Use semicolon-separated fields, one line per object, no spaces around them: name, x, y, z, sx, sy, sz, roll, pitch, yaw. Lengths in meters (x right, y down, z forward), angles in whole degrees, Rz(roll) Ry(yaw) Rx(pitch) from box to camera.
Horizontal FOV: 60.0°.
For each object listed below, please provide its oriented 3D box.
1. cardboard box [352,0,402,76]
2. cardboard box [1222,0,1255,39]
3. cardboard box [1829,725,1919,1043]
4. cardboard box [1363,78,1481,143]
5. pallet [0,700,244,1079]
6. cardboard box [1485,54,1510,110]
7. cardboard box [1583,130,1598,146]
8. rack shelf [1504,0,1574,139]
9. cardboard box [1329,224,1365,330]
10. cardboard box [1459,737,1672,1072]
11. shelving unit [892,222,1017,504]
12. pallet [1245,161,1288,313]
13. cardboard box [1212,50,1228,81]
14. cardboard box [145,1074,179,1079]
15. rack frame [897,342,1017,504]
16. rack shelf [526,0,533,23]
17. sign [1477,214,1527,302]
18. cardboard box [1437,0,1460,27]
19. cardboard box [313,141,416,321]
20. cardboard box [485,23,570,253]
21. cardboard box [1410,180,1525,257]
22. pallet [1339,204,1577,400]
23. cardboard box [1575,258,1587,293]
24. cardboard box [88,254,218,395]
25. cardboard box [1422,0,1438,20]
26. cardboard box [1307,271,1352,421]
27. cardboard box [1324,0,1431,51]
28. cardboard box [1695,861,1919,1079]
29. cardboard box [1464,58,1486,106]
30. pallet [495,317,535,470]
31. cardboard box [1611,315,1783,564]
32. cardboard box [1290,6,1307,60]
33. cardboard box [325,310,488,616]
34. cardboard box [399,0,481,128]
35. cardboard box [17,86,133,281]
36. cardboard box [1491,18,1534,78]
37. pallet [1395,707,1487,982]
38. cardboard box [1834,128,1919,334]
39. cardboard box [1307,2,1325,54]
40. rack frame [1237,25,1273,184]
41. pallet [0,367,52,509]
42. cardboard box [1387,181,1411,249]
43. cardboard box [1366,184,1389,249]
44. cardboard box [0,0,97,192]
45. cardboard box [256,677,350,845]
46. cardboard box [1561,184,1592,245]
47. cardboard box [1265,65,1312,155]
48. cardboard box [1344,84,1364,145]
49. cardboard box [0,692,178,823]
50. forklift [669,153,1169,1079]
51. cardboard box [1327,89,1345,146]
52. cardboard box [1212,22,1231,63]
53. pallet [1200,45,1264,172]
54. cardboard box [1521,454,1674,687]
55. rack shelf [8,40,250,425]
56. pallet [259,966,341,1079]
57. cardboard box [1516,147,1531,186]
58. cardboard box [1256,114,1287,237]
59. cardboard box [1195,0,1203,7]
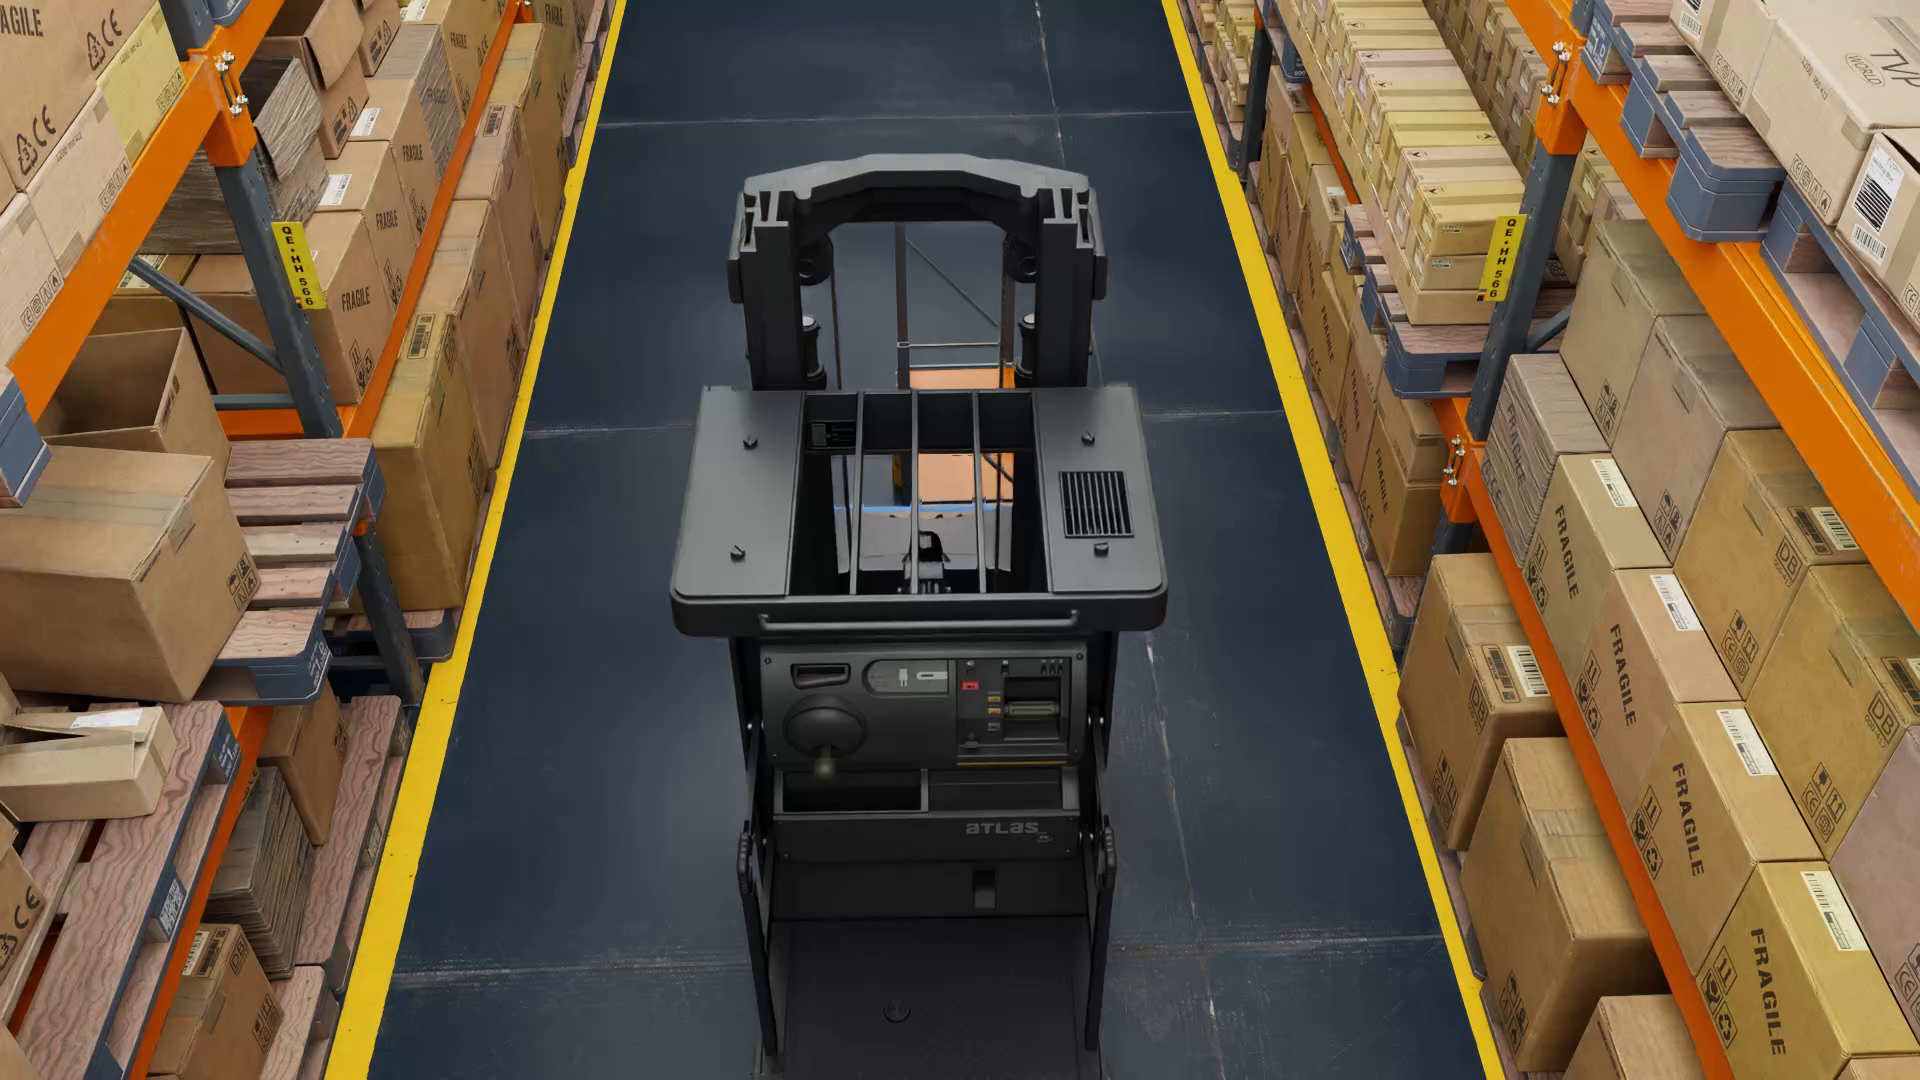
cardboard box;-2.741;-2.252;6.821;0.797;0.503;0.637;0;43;0
cardboard box;1.781;-3.129;9.952;0.380;0.149;0.250;-2;43;-2
cardboard box;2.392;0.738;3.560;0.700;0.500;0.500;-1;43;-1
cardboard box;1.781;-1.659;6.424;0.380;0.149;0.250;0;43;-1
pallet;-2.541;0.947;4.289;1.003;0.211;1.213;-2;43;-2
cardboard box;2.418;-1.906;6.915;0.380;0.149;0.250;-2;43;-2
cardboard box;2.448;-1.479;6.228;0.380;0.149;0.250;-2;43;-2
rack shelf;2.209;-2.724;6.464;1.077;0.370;4.000;-2;43;-2
cardboard box;1.965;-1.181;7.453;0.500;0.250;0.500;-1;43;-1
cardboard box;2.271;1.145;5.285;1.050;0.750;0.750;-1;43;-1
shelving unit;0.003;-0.501;6.837;0.587;1.500;1.083;-2;43;-2
pallet;2.159;-1.680;9.076;1.003;0.211;1.213;-2;43;-2
cardboard box;1.764;-2.947;10.194;0.380;0.149;0.250;-3;43;-3
cardboard box;-2.526;1.885;4.647;0.700;0.500;0.500;-5;43;-5
rack frame;0.025;-0.152;6.456;0.500;1.500;0.032;-2;43;-2
rack shelf;-2.921;-4.244;10.343;1.077;0.370;4.000;-2;43;-2
sign;1.752;-0.909;5.373;0.100;0.325;0.005;-2;43;-2
cardboard box;2.384;-2.437;7.493;0.380;0.149;0.250;-4;43;-4
cardboard box;-2.439;-1.180;6.393;0.500;0.500;0.500;-3;43;-3
cardboard box;-2.788;-2.099;8.732;1.225;0.875;0.875;-2;43;-2
cardboard box;1.815;-1.132;5.850;0.380;0.149;0.250;-3;43;-3
pallet;2.157;-0.940;6.348;1.213;0.211;1.003;-2;43;-2
cardboard box;2.477;-0.903;6.040;0.380;0.149;0.250;-2;43;-2
cardboard box;-2.934;-0.822;6.002;0.500;0.500;0.500;0;43;0
cardboard box;2.369;-2.520;7.805;0.380;0.149;0.250;-4;43;-4
cardboard box;1.948;-0.910;7.712;0.500;0.500;0.500;-3;43;-4
cardboard box;1.752;-2.181;6.994;0.380;0.149;0.250;0;43;0
cardboard box;2.132;1.104;3.902;0.500;0.500;0.500;-1;43;-1
cardboard box;2.409;-1.974;7.208;0.380;0.149;0.250;-3;43;-3
pallet;-2.673;-0.787;8.102;1.003;0.211;1.213;-2;43;-2
cardboard box;2.326;-0.294;4.686;0.700;0.500;0.500;-2;43;-2
cardboard box;1.726;-2.319;7.585;0.380;0.149;0.250;-3;43;-4
cardboard box;-2.674;-0.297;6.765;1.225;0.875;0.875;-3;43;-4
cardboard box;-2.500;-2.202;7.508;0.500;0.500;0.500;-2;43;-2
cardboard box;-2.366;-0.861;4.010;0.500;0.250;0.500;-2;43;-2
cardboard box;2.411;-2.019;6.818;0.380;0.149;0.250;0;43;0
pallet;2.252;1.029;6.121;1.003;0.211;1.213;-2;43;-2
cardboard box;2.148;-0.618;3.315;0.500;0.311;0.500;-2;43;-3
cardboard box;1.742;-2.241;7.279;0.380;0.149;0.250;-2;43;-3
rack frame;2.124;-3.233;8.707;1.000;3.000;0.127;-2;43;-2
pallet;-2.463;0.085;3.006;1.213;0.211;1.003;-2;43;-2
cardboard box;1.805;-1.206;6.150;0.380;0.149;0.250;0;43;0
cardboard box;1.794;-1.256;6.426;0.380;0.149;0.250;-1;43;-1
cardboard box;-2.363;-1.125;3.743;0.500;0.500;0.500;-2;43;-2
cardboard box;-2.617;0.752;5.884;0.700;0.500;0.500;-4;43;-4
cardboard box;2.461;-1.220;6.166;0.380;0.149;0.250;0;43;0
cardboard box;1.892;-2.237;8.604;0.500;0.250;0.500;-3;43;-4
cardboard box;1.773;-1.720;6.711;0.380;0.149;0.250;-2;43;-2
cardboard box;-2.325;0.554;4.364;0.396;0.266;0.258;-3;43;-3
forklift;-0.096;0.573;4.605;1.130;2.935;3.031;-1;43;-1
cardboard box;1.765;-1.781;6.998;0.380;0.149;0.250;0;43;0
cardboard box;1.740;-3.013;10.046;0.380;0.149;0.250;-3;43;-3
pallet;2.060;-2.658;10.143;1.003;0.211;1.213;-2;43;-2
cardboard box;2.068;0.084;5.014;0.500;0.500;0.500;-2;43;-2
rack shelf;-2.581;0.051;3.437;1.077;0.370;4.000;-2;43;-2
pallet;-2.585;1.918;5.151;1.003;0.211;1.213;-2;43;-2
cardboard box;2.440;-1.449;6.635;0.380;0.149;0.250;0;43;0
cardboard box;1.891;-1.960;8.858;0.500;0.500;0.500;0;43;0
cardboard box;1.736;-3.631;10.940;0.380;0.149;0.250;-2;43;-2
